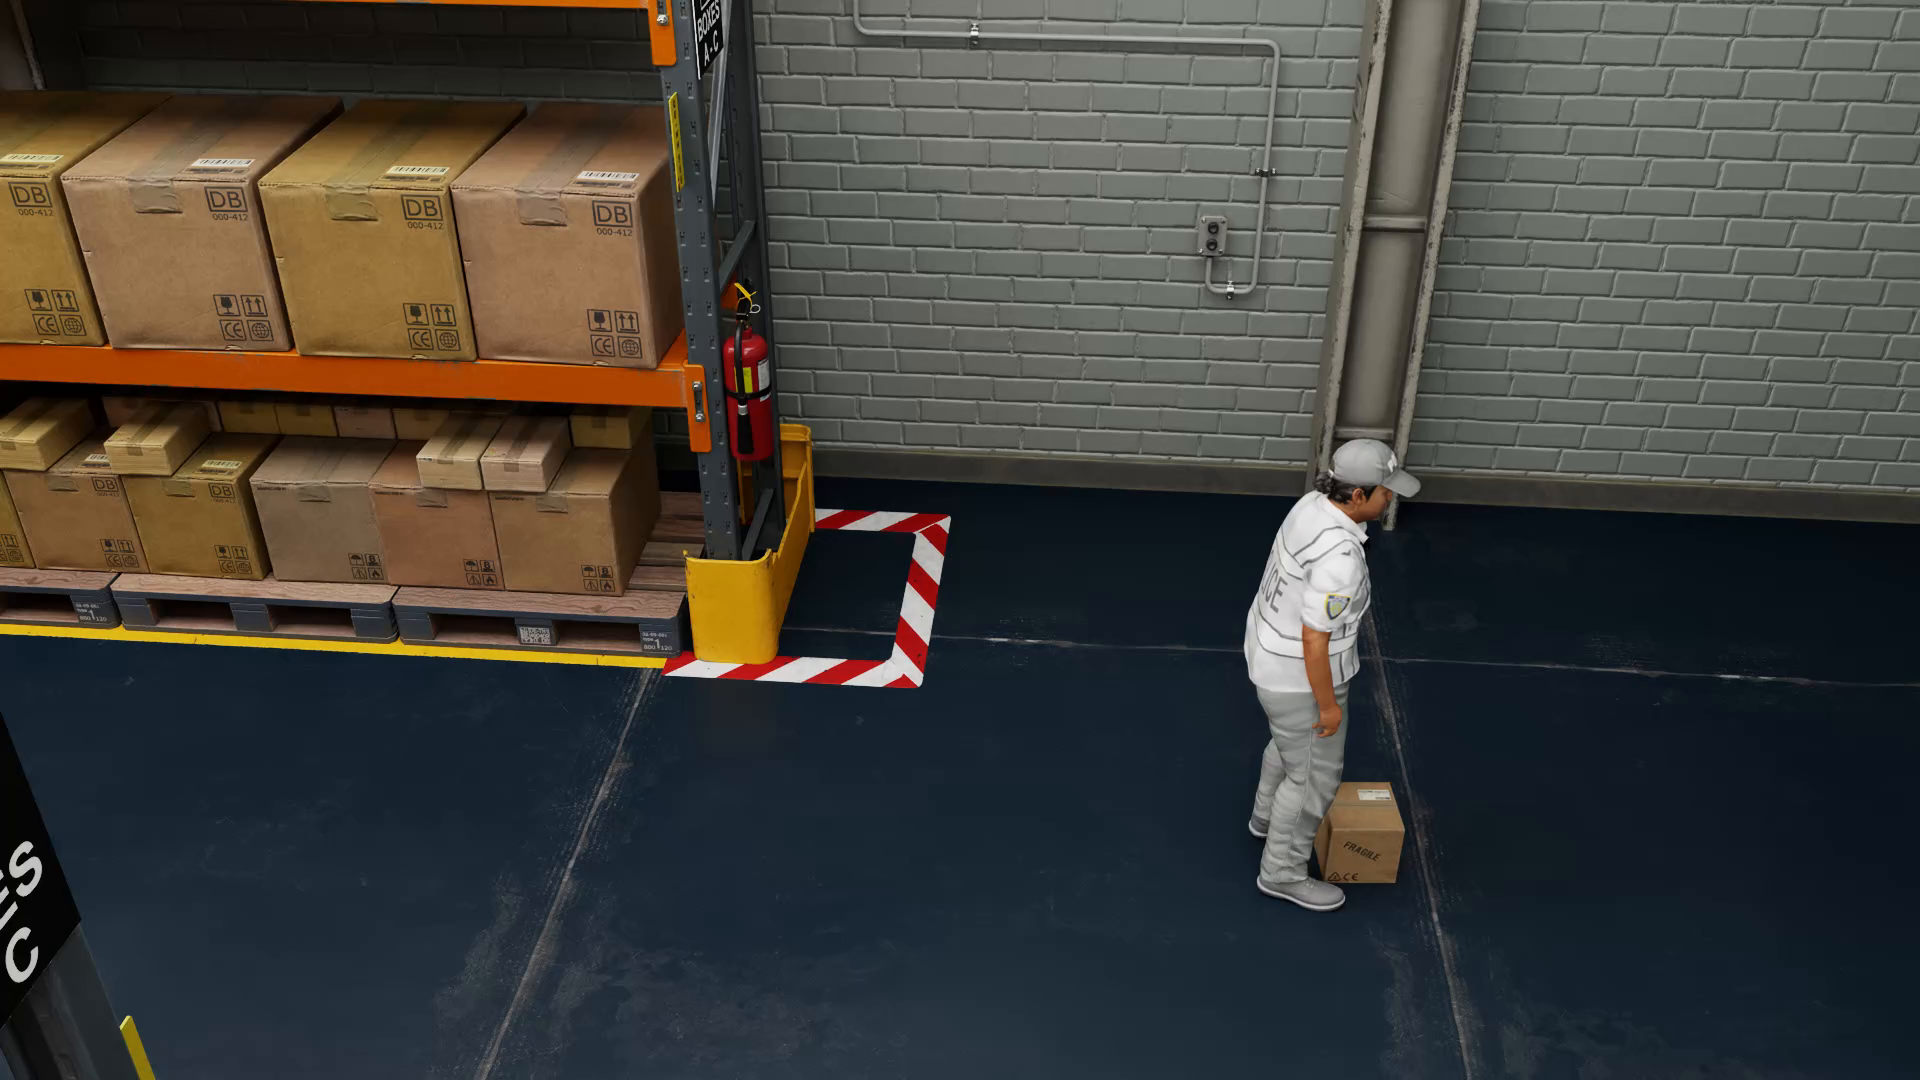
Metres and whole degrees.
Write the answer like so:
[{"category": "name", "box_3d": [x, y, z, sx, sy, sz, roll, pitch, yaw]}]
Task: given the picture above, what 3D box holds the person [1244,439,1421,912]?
[{"category": "person", "box_3d": [1.175, 0.420, 5.463, 0.471, 1.666, 0.543, 2, 32, 4]}]
